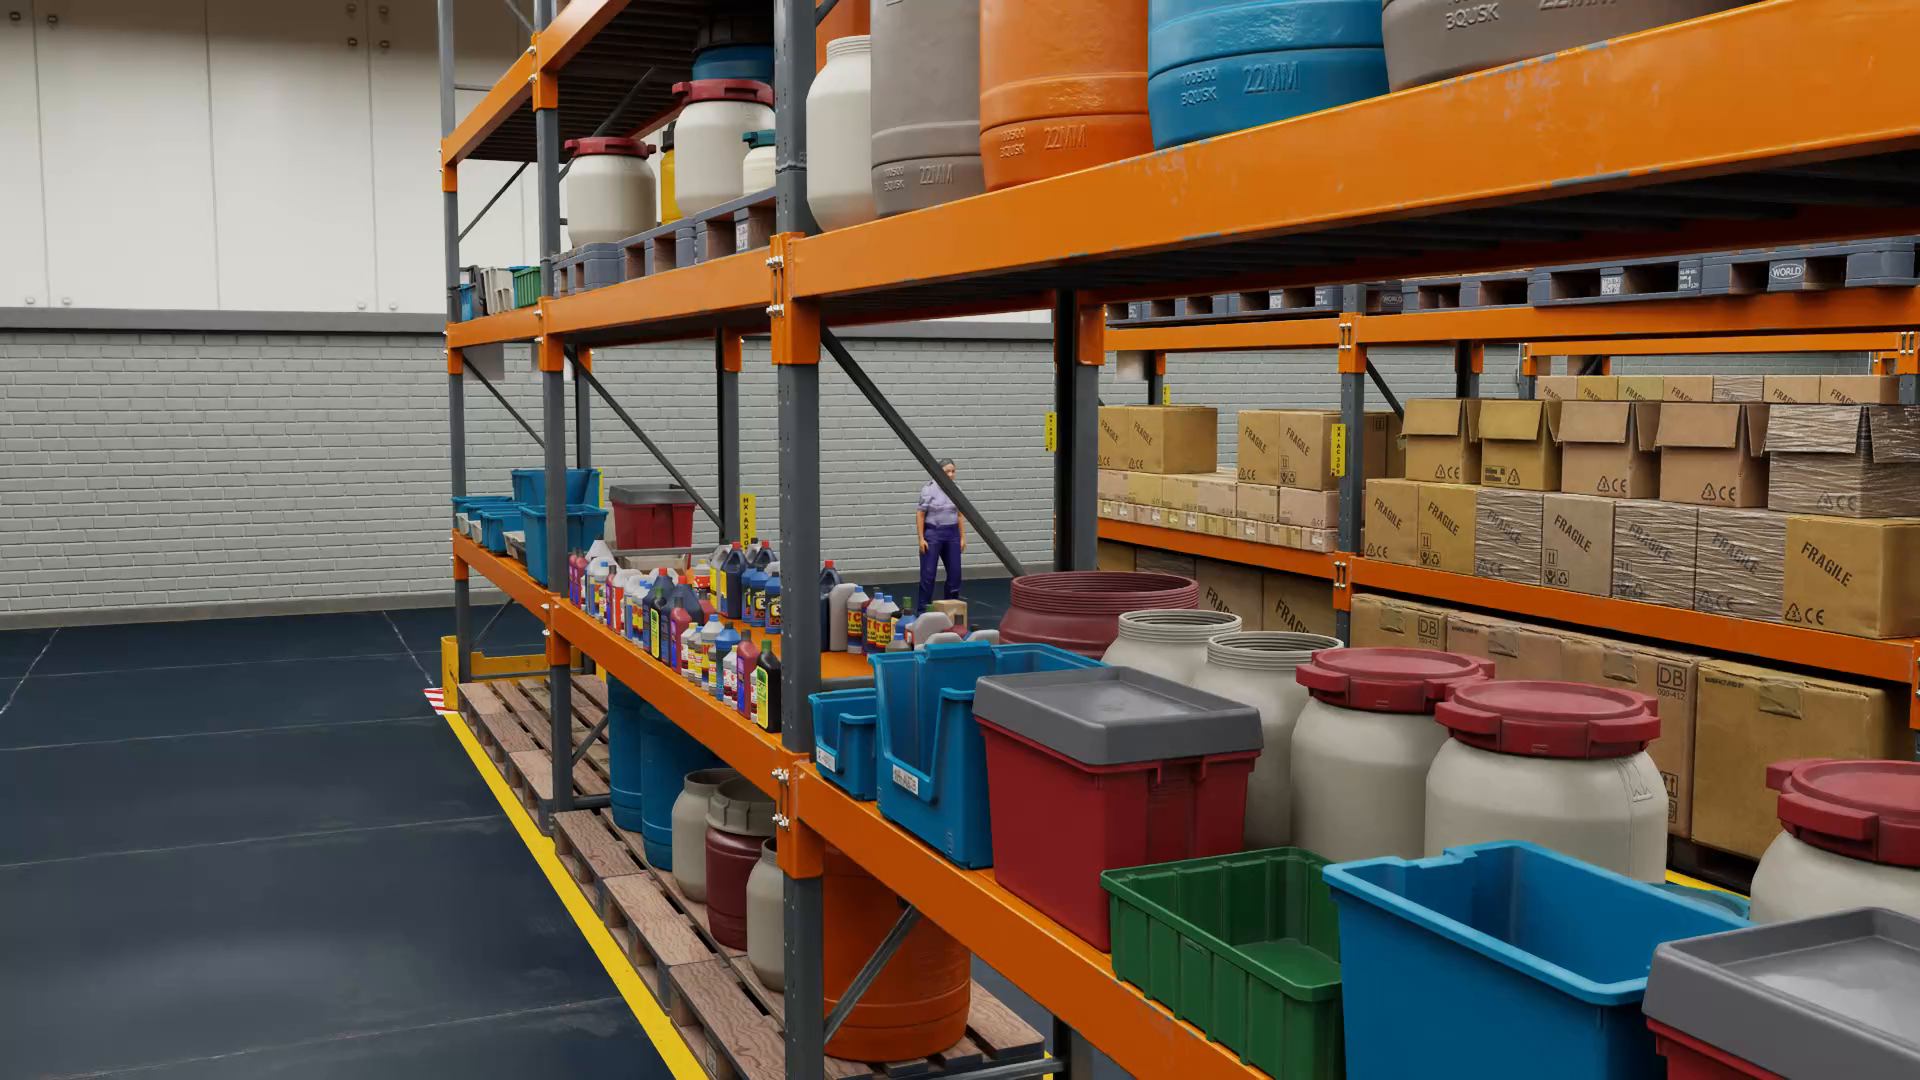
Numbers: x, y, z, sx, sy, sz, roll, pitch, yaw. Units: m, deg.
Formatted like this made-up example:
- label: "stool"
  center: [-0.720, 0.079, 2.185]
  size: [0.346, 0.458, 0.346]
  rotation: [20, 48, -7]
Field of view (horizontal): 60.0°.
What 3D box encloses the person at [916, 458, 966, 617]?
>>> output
- label: "person"
  center: [-0.195, 0.012, 16.425]
  size: [0.560, 1.651, 0.374]
  rotation: [-3, 6, -27]
